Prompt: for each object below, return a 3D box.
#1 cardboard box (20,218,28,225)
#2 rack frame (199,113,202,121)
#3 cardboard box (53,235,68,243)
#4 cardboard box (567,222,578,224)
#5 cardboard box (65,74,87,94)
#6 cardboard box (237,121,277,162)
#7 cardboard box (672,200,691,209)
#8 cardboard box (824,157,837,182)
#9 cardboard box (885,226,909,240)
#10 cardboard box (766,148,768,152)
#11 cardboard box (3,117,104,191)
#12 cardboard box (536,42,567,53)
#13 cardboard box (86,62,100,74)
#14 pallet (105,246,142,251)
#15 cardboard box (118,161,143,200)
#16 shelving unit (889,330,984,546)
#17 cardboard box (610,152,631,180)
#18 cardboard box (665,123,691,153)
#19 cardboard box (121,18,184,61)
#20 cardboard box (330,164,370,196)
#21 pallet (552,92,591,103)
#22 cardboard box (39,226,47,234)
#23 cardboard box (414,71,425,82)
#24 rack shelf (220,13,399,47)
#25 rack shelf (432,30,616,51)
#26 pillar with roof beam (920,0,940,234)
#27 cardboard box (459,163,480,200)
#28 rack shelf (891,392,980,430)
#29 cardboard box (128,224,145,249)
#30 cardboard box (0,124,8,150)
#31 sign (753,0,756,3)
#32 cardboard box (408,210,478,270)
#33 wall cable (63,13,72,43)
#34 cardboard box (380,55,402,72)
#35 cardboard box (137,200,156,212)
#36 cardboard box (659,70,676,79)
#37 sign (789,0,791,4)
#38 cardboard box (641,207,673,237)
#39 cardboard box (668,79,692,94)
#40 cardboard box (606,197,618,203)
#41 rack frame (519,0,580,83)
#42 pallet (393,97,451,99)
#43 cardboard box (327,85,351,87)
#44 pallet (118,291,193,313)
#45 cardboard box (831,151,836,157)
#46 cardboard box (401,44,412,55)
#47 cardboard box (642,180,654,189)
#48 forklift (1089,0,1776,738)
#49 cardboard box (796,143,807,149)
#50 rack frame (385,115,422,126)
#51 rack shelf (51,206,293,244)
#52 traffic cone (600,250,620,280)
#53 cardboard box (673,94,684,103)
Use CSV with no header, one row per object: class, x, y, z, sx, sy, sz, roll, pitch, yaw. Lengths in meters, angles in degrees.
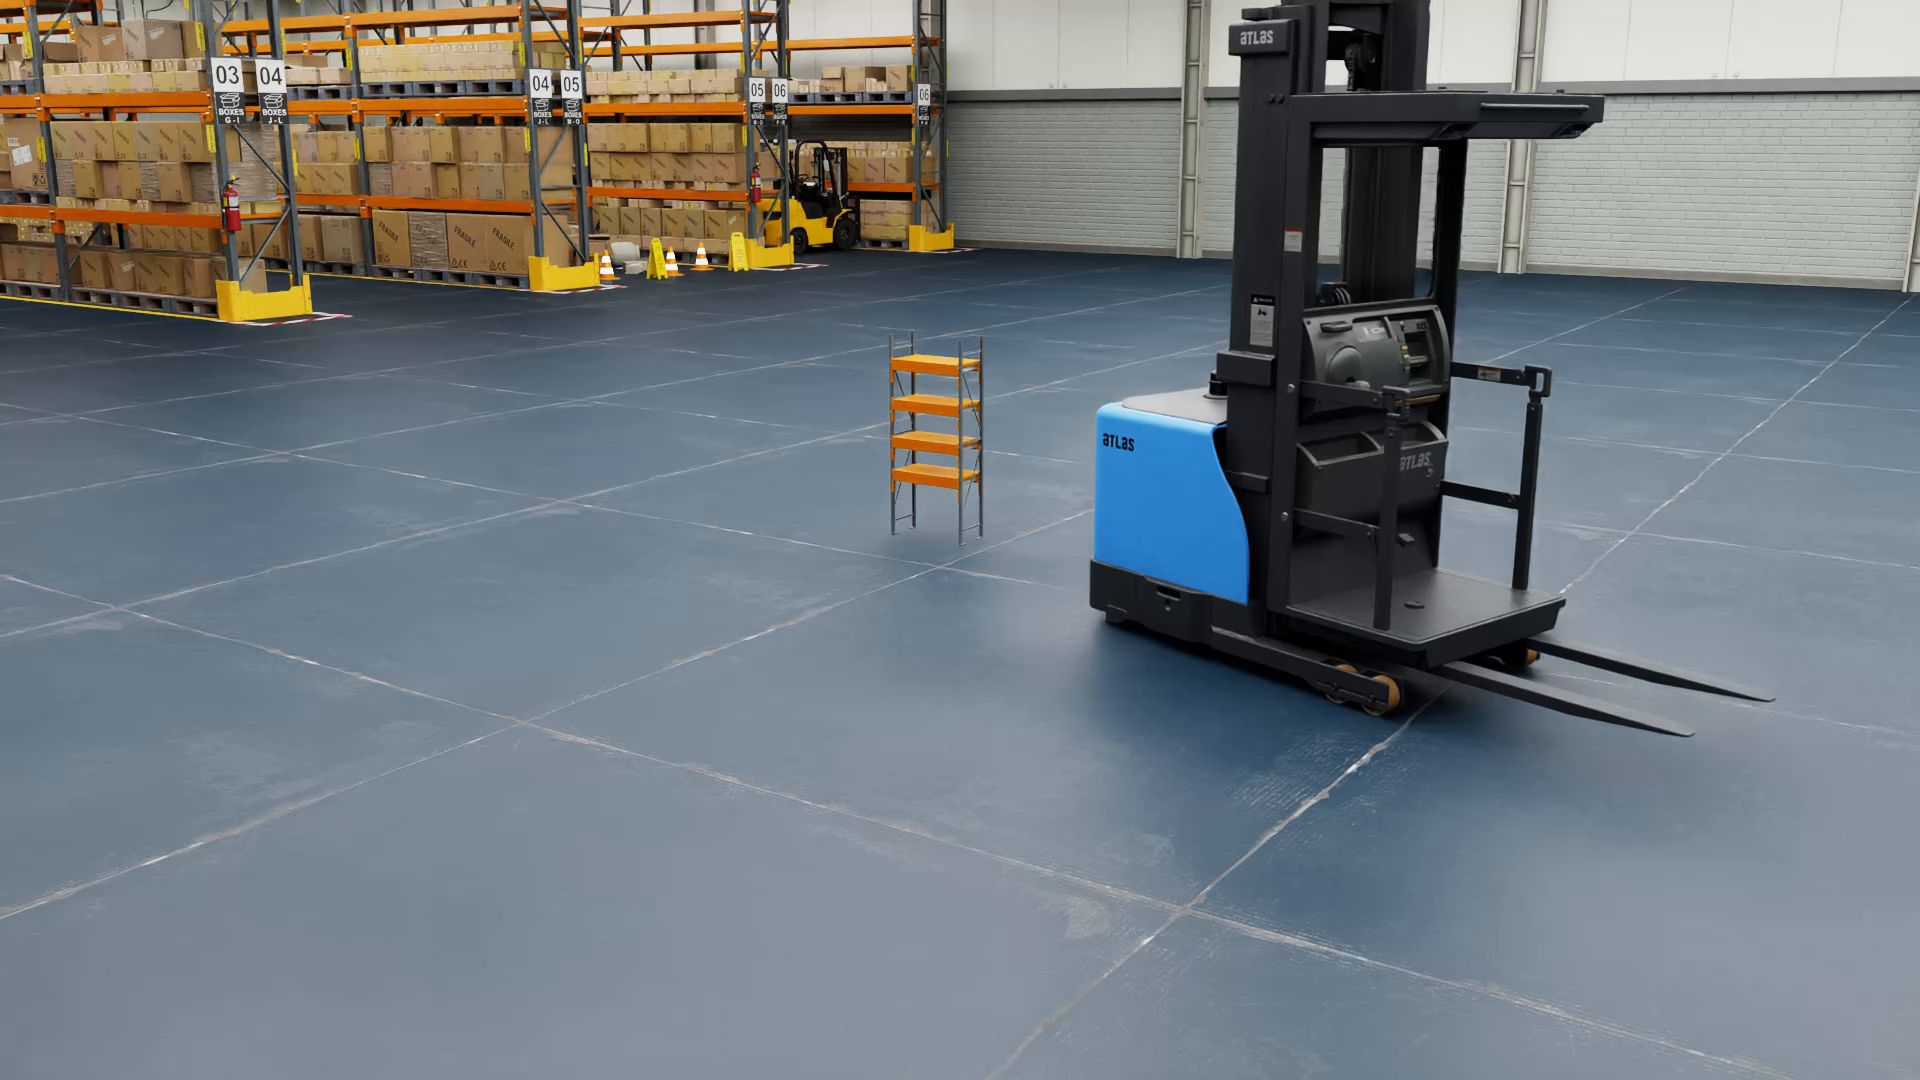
cardboard box,-18.381,-6.333,32.984,0.250,0.149,0.380,8,16,30
rack frame,-16.633,-8.452,37.723,0.127,3.000,1.000,9,17,33
cardboard box,-17.367,-5.858,32.305,0.250,0.149,0.380,9,17,33
cardboard box,-7.711,-5.936,32.156,0.625,0.372,0.950,10,17,36
cardboard box,-11.534,-6.068,22.165,0.500,0.250,0.500,9,17,32
cardboard box,-9.192,-5.136,21.422,0.500,0.500,0.500,9,17,33
cardboard box,-4.934,-6.015,29.818,0.250,0.149,0.380,10,17,35
cardboard box,-2.419,-7.564,33.927,0.500,0.500,0.500,9,17,33
cardboard box,-1.156,-6.165,33.335,0.500,0.250,0.500,9,17,33
cardboard box,-4.081,-8.286,35.495,0.250,0.149,0.380,9,16,32
cardboard box,-12.788,-5.496,23.660,1.000,1.000,1.000,9,17,33
cardboard box,-6.135,-7.387,24.962,0.250,0.149,0.380,9,17,33
cardboard box,-11.237,-6.198,21.859,0.250,0.149,0.380,9,16,32
pallet,-15.346,-5.457,31.428,1.213,0.211,1.003,9,17,33
cardboard box,-10.610,-4.790,22.105,0.500,0.500,0.875,9,17,33
shelving unit,-0.137,-0.605,9.769,0.503,1.200,0.258,9,17,33
cardboard box,-6.037,-6.858,30.458,0.500,0.500,0.500,9,17,33
cardboard box,-4.799,-7.126,29.461,0.500,0.500,0.700,9,16,32
cardboard box,-10.315,-6.379,21.240,0.500,0.500,0.500,9,17,33
cardboard box,-9.937,-5.907,27.235,0.500,0.500,0.500,9,17,32
pallet,-7.129,-8.311,31.304,1.003,0.211,1.213,9,17,33
cardboard box,-17.899,-6.130,32.784,0.250,0.149,0.380,10,17,36
cardboard box,-8.185,-7.141,25.628,0.250,0.149,0.380,9,17,33
rack shelf,-11.014,-8.479,27.677,4.000,0.370,1.077,9,17,33
rack shelf,-8.335,-9.479,31.719,4.000,0.370,1.077,9,17,33
pillar with roof beam,-3.067,-9.623,29.970,0.400,9.000,9.100,9,17,33
cardboard box,-7.232,-5.589,25.844,0.550,0.550,0.875,9,17,33
rack shelf,-0.137,-0.756,9.731,0.480,0.148,0.258,9,17,33
cardboard box,-15.088,-5.683,30.865,0.500,0.500,0.500,10,17,35
cardboard box,-18.665,-7.950,32.788,0.500,0.500,0.500,10,17,34
sign,-4.202,-11.127,33.936,0.005,0.325,0.100,9,17,33
cardboard box,-8.122,-4.796,26.502,0.875,0.875,0.875,9,17,33
wall cable,-21.510,-12.070,39.856,0.029,3.000,0.463,9,17,33
cardboard box,-8.686,-7.433,25.977,0.500,0.250,0.500,9,17,32
cardboard box,-10.543,-4.385,21.819,0.250,0.149,0.380,9,17,33
cardboard box,-5.093,-8.213,29.378,0.250,0.149,0.380,10,17,34
sign,-3.579,-11.382,34.803,0.005,0.325,0.100,9,17,33
cardboard box,-5.457,-5.803,30.312,0.500,0.500,0.500,10,17,36
cardboard box,-4.782,-7.985,29.287,0.500,0.250,0.500,10,17,34
cardboard box,-7.779,-7.690,37.624,0.250,0.149,0.380,8,16,30
rack frame,-6.036,-8.218,24.292,0.127,3.000,1.000,9,17,33
pallet,-10.559,-8.819,33.357,1.003,0.211,1.213,10,17,35
cardboard box,-12.745,-9.448,34.422,0.500,0.500,0.500,9,16,32
pallet,-10.613,-3.266,22.579,1.213,0.211,1.003,9,17,33
cardboard box,-2.519,-7.889,33.894,0.250,0.149,0.380,9,16,32
cardboard box,-8.395,-7.562,25.670,0.250,0.149,0.380,9,17,33
cardboard box,-5.537,-6.441,30.122,0.250,0.149,0.380,9,17,33
forklift,1.952,-0.830,7.075,1.130,2.935,3.031,-11,18,-37
cardboard box,-3.169,-8.134,34.262,0.250,0.149,0.380,10,17,34
rack frame,-13.866,-9.442,41.723,0.127,3.000,1.000,9,17,33
rack shelf,-10.547,-4.249,22.243,4.000,0.370,1.077,9,17,33
traffic cone,-5.684,-4.428,26.749,0.334,0.463,0.336,9,17,33
cardboard box,-4.856,-7.809,29.409,0.250,0.149,0.380,9,16,31
